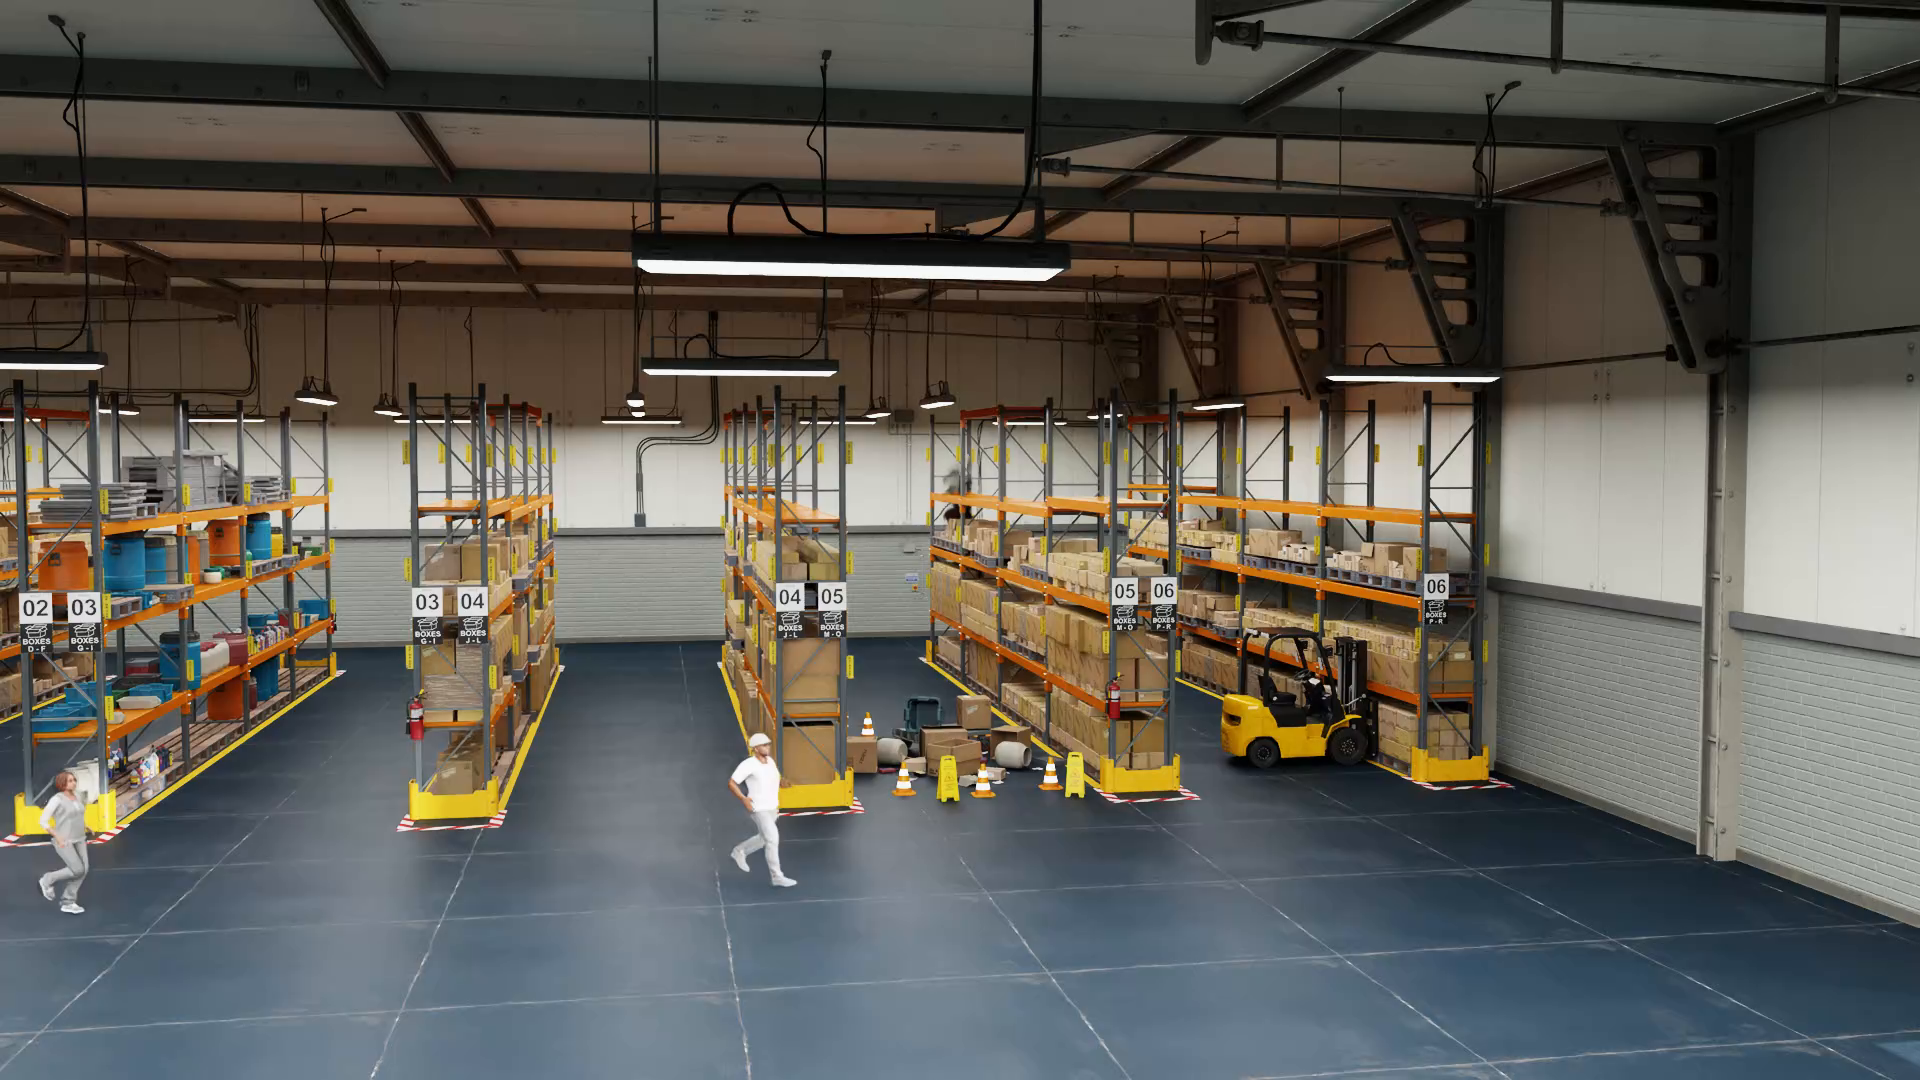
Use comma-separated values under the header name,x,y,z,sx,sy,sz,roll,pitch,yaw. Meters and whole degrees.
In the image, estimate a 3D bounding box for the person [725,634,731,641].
name,x,y,z,sx,sy,sz,roll,pitch,yaw
person,-5.416,2.153,40.813,0.725,1.611,0.836,0,3,-2

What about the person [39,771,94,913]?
name,x,y,z,sx,sy,sz,roll,pitch,yaw
person,-9.777,3.306,18.207,0.547,1.554,0.537,1,3,13

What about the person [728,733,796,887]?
name,x,y,z,sx,sy,sz,roll,pitch,yaw
person,-2.313,3.124,19.408,0.968,1.747,0.710,1,3,26
